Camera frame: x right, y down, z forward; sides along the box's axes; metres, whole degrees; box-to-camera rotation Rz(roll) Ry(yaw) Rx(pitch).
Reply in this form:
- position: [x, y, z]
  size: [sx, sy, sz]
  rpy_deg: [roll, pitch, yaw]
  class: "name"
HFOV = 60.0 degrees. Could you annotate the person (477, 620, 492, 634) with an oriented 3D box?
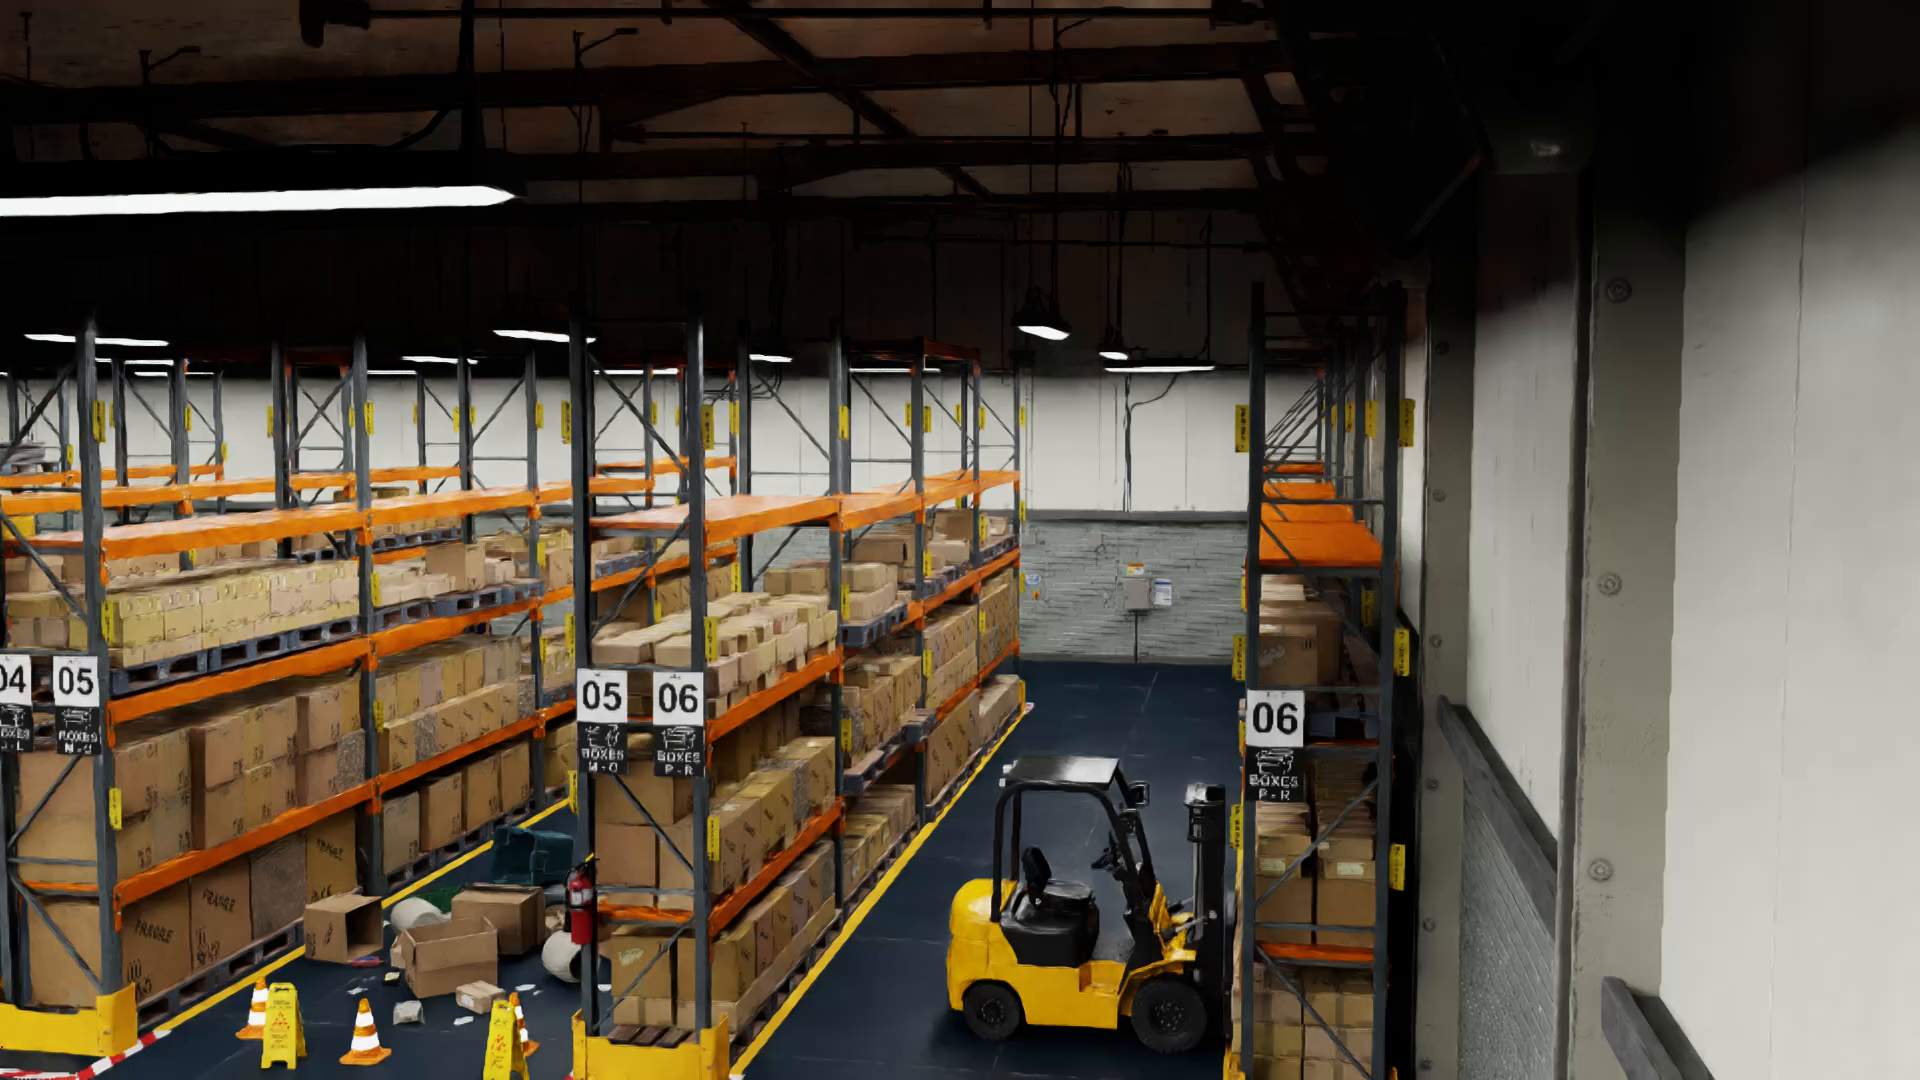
- position: [-9.408, 1.729, 32.745]
  size: [0.498, 1.593, 0.916]
  rpy_deg: [2, 5, 27]
  class: "person"
